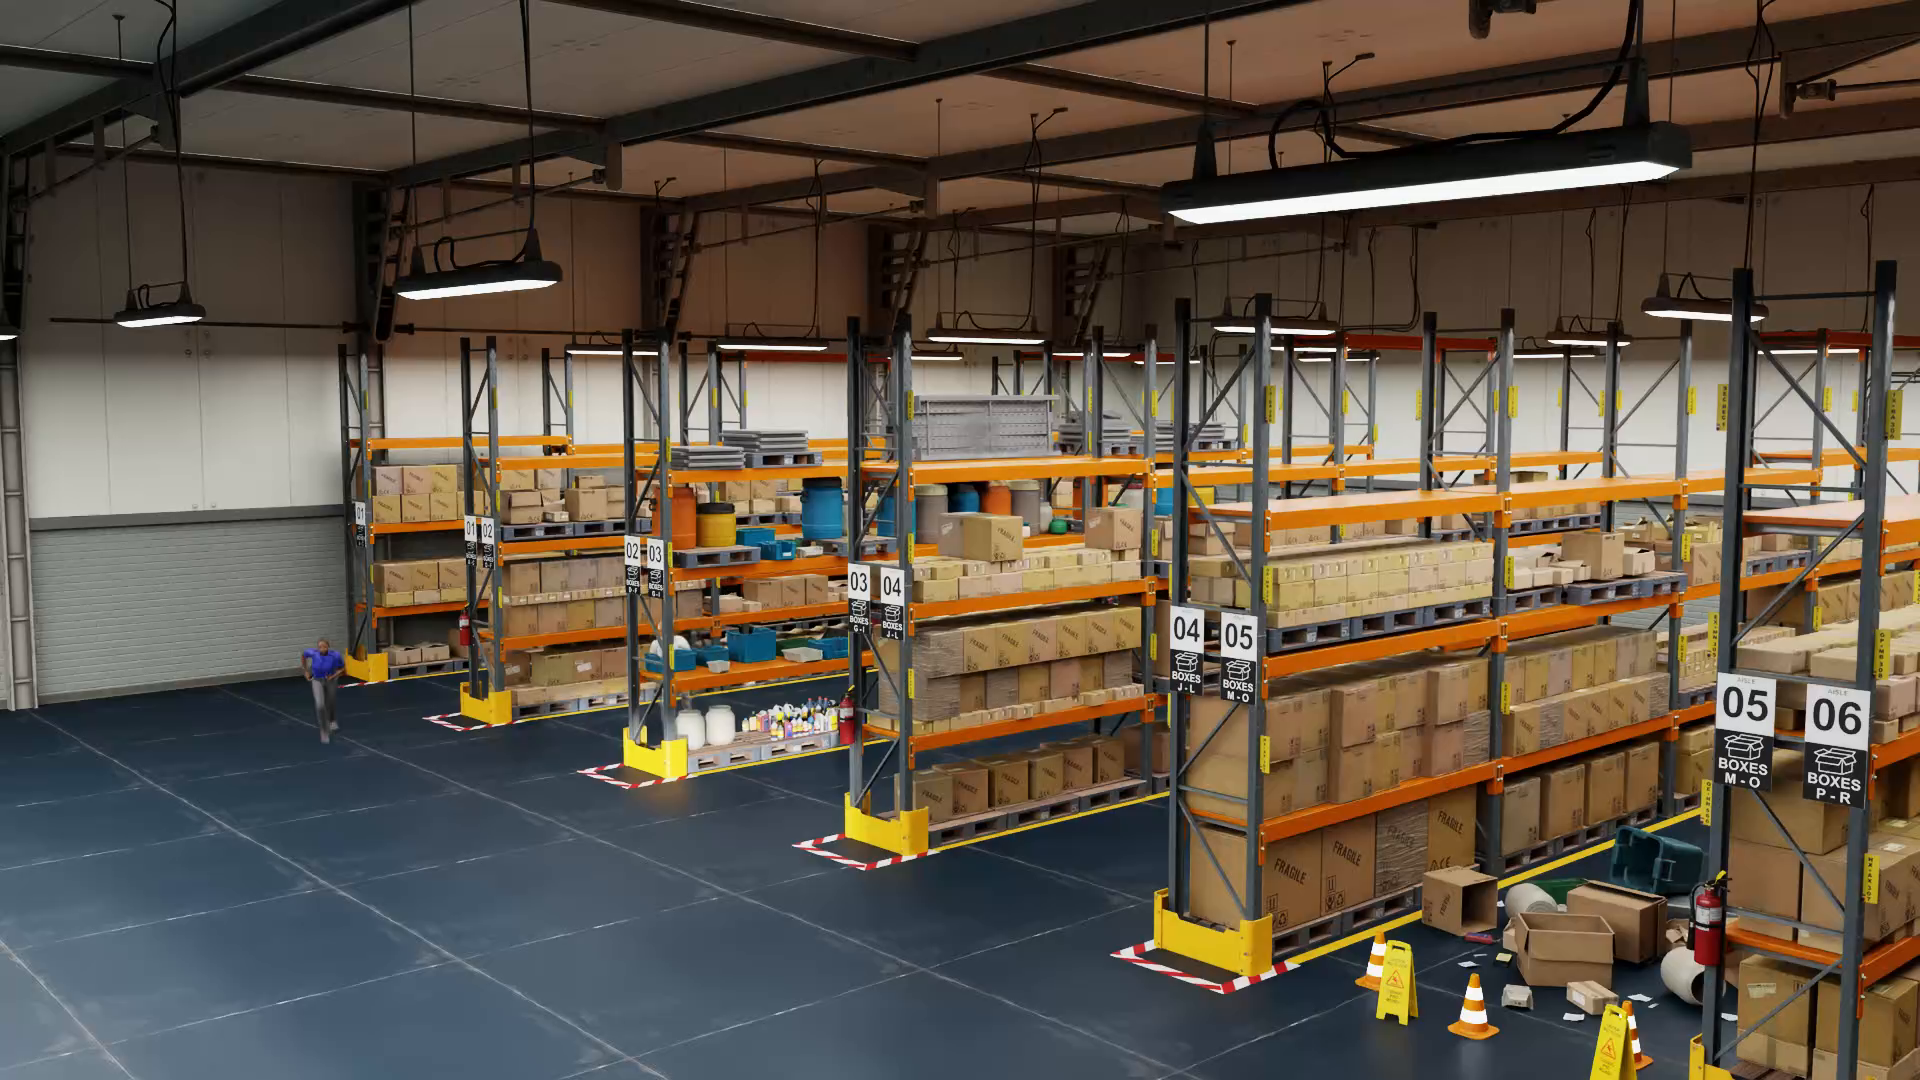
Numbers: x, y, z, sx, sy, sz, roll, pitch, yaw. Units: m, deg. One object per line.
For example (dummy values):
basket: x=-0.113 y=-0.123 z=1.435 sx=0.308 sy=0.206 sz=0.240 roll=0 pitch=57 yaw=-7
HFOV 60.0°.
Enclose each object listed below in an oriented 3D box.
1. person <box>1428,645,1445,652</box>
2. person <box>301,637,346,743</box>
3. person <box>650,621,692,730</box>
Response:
person: x=6.561 y=2.245 z=23.228 sx=0.560 sy=1.717 sz=0.694 roll=5 pitch=7 yaw=43
person: x=-9.458 y=2.205 z=24.777 sx=0.621 sy=1.601 sz=0.944 roll=-1 pitch=5 yaw=-15
person: x=-4.386 y=2.062 z=25.443 sx=0.711 sy=1.702 sz=0.804 roll=-1 pitch=5 yaw=-8
